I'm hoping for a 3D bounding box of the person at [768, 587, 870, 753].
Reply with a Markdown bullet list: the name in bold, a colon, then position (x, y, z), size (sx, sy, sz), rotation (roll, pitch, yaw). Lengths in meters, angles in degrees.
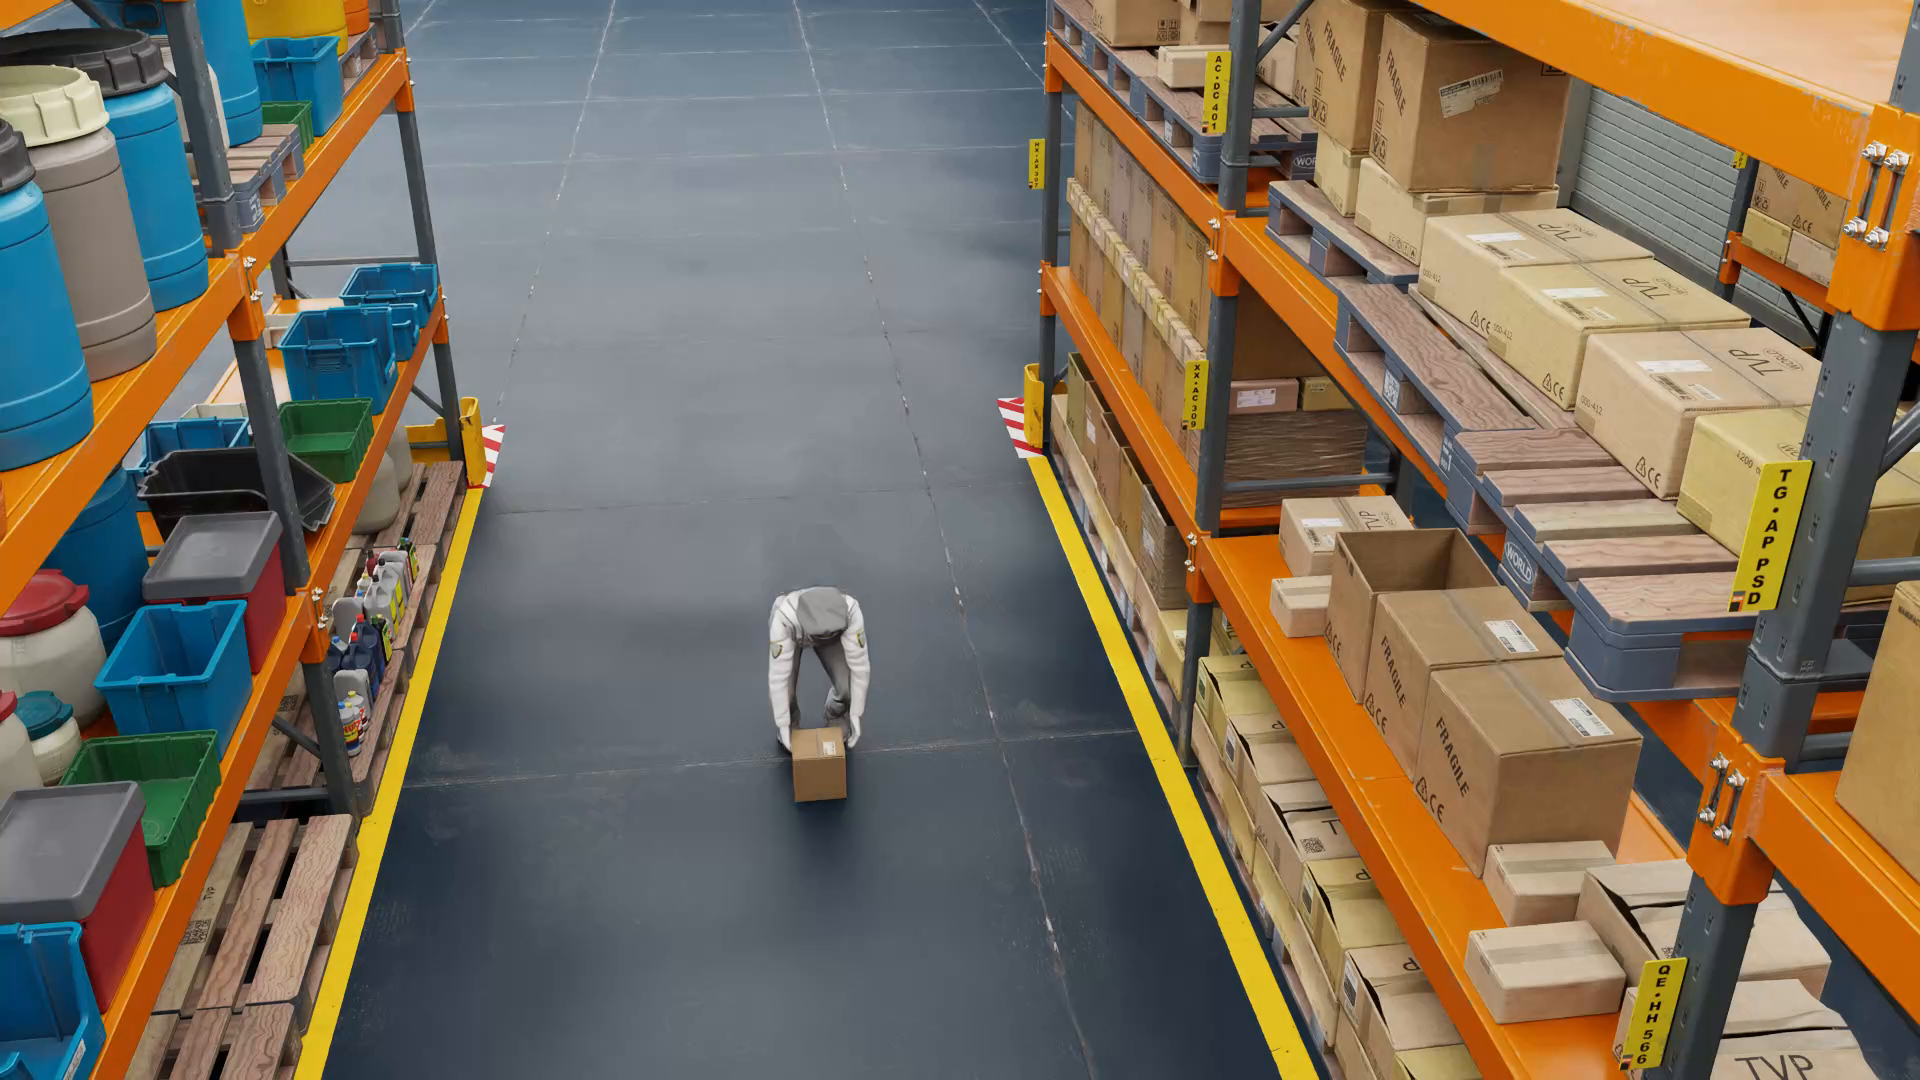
- **person**: position (-0.702, 0.581, 8.192), size (0.498, 1.028, 0.837), rotation (-4, 28, -7)
